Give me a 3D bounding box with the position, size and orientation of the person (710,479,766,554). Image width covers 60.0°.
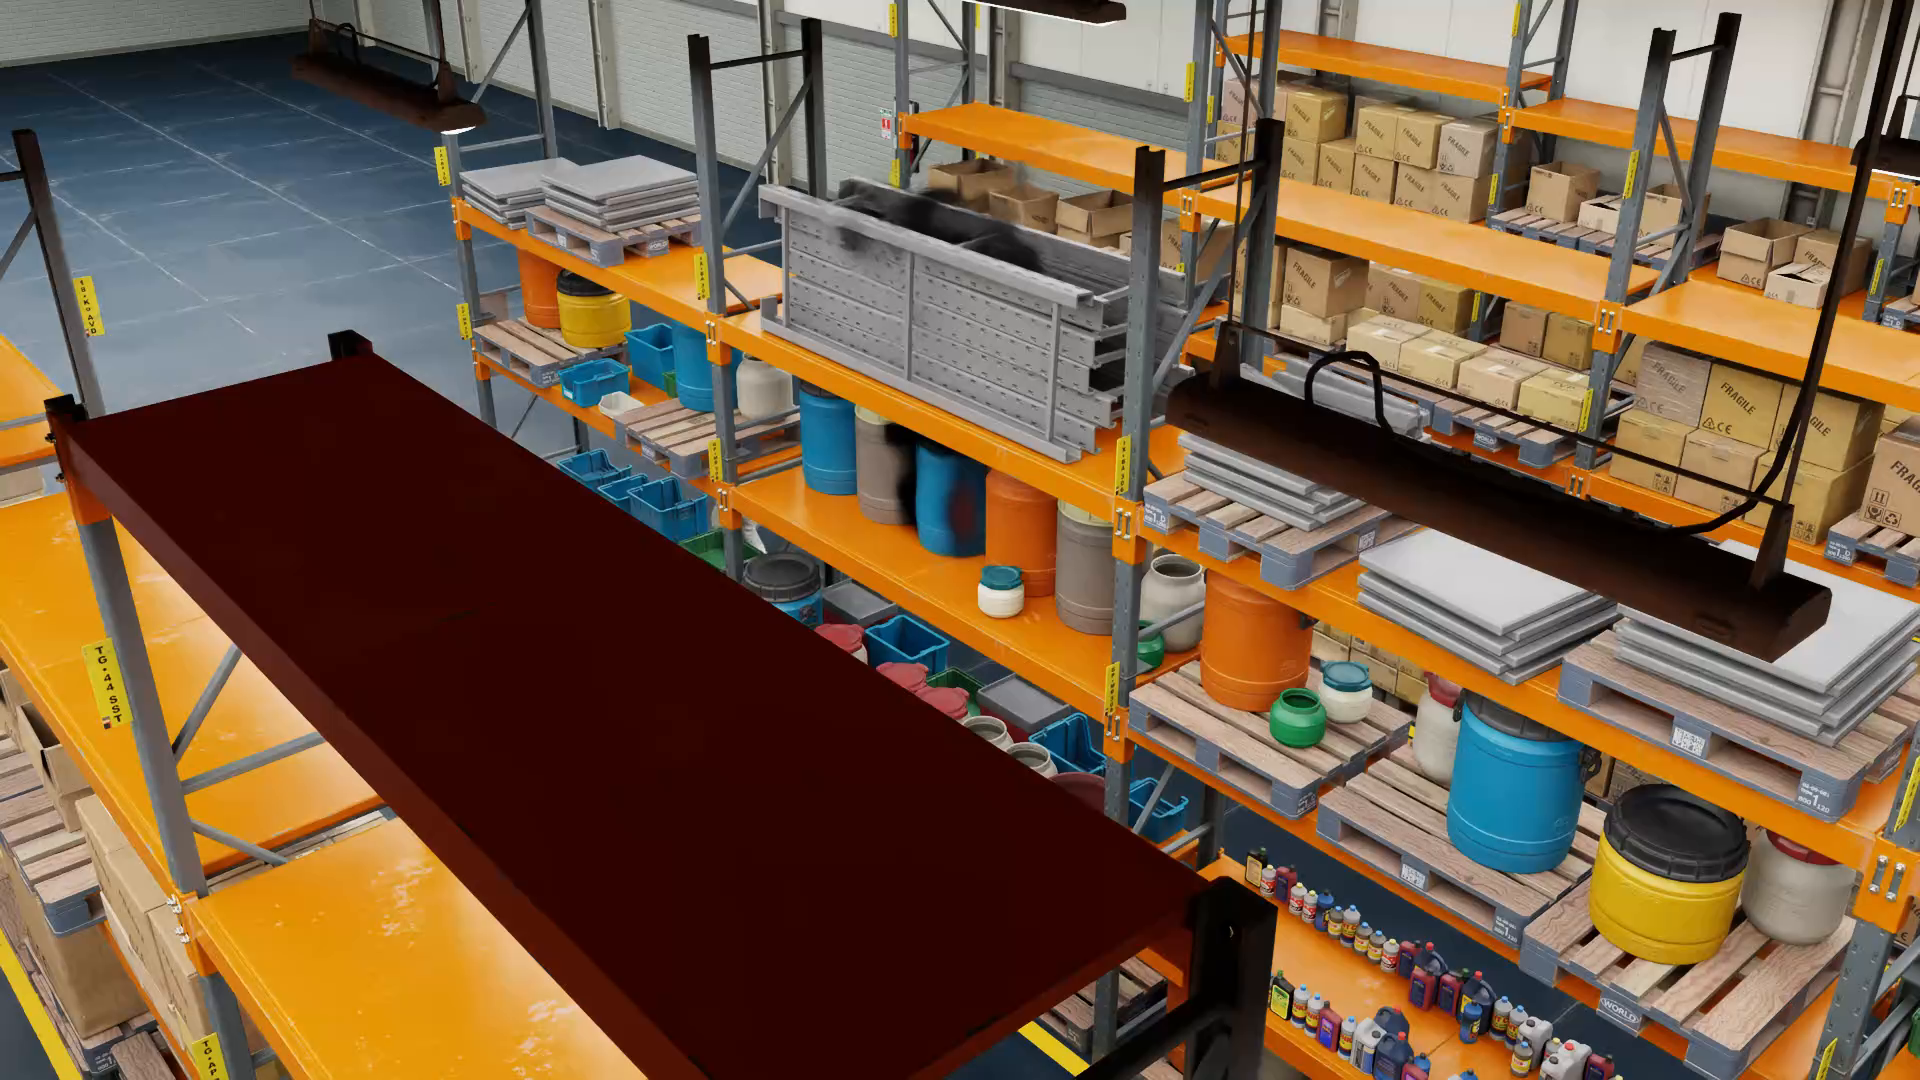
[{"bbox_3d":[-2.187,-0.385,16.342,0.634,1.841,0.736,-23,35,-38],"label":"person"}]
